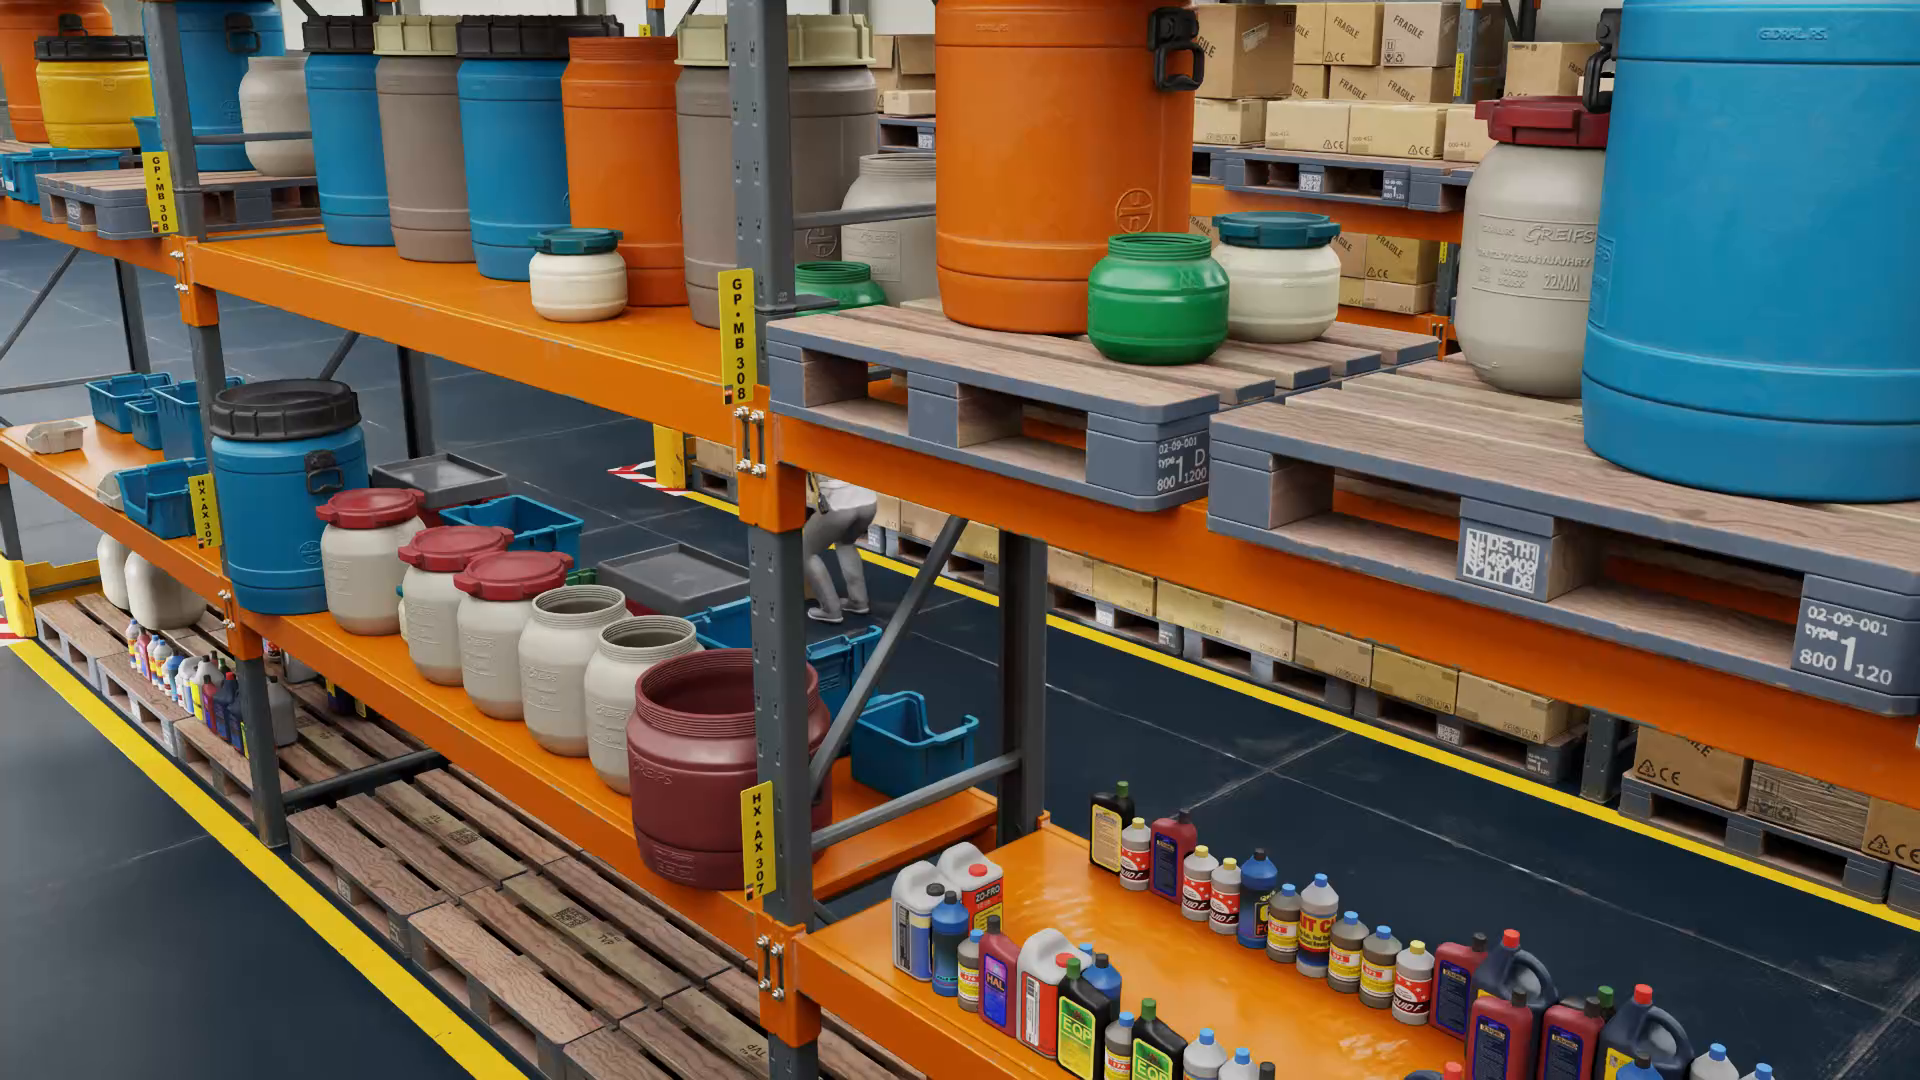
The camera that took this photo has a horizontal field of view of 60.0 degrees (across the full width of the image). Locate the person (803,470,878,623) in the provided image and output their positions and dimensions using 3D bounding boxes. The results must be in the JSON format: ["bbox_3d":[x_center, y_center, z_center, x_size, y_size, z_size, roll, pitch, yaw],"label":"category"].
[{"bbox_3d":[-0.833,-0.219,10.563,0.490,1.487,0.628,-15,23,-40],"label":"person"}]
